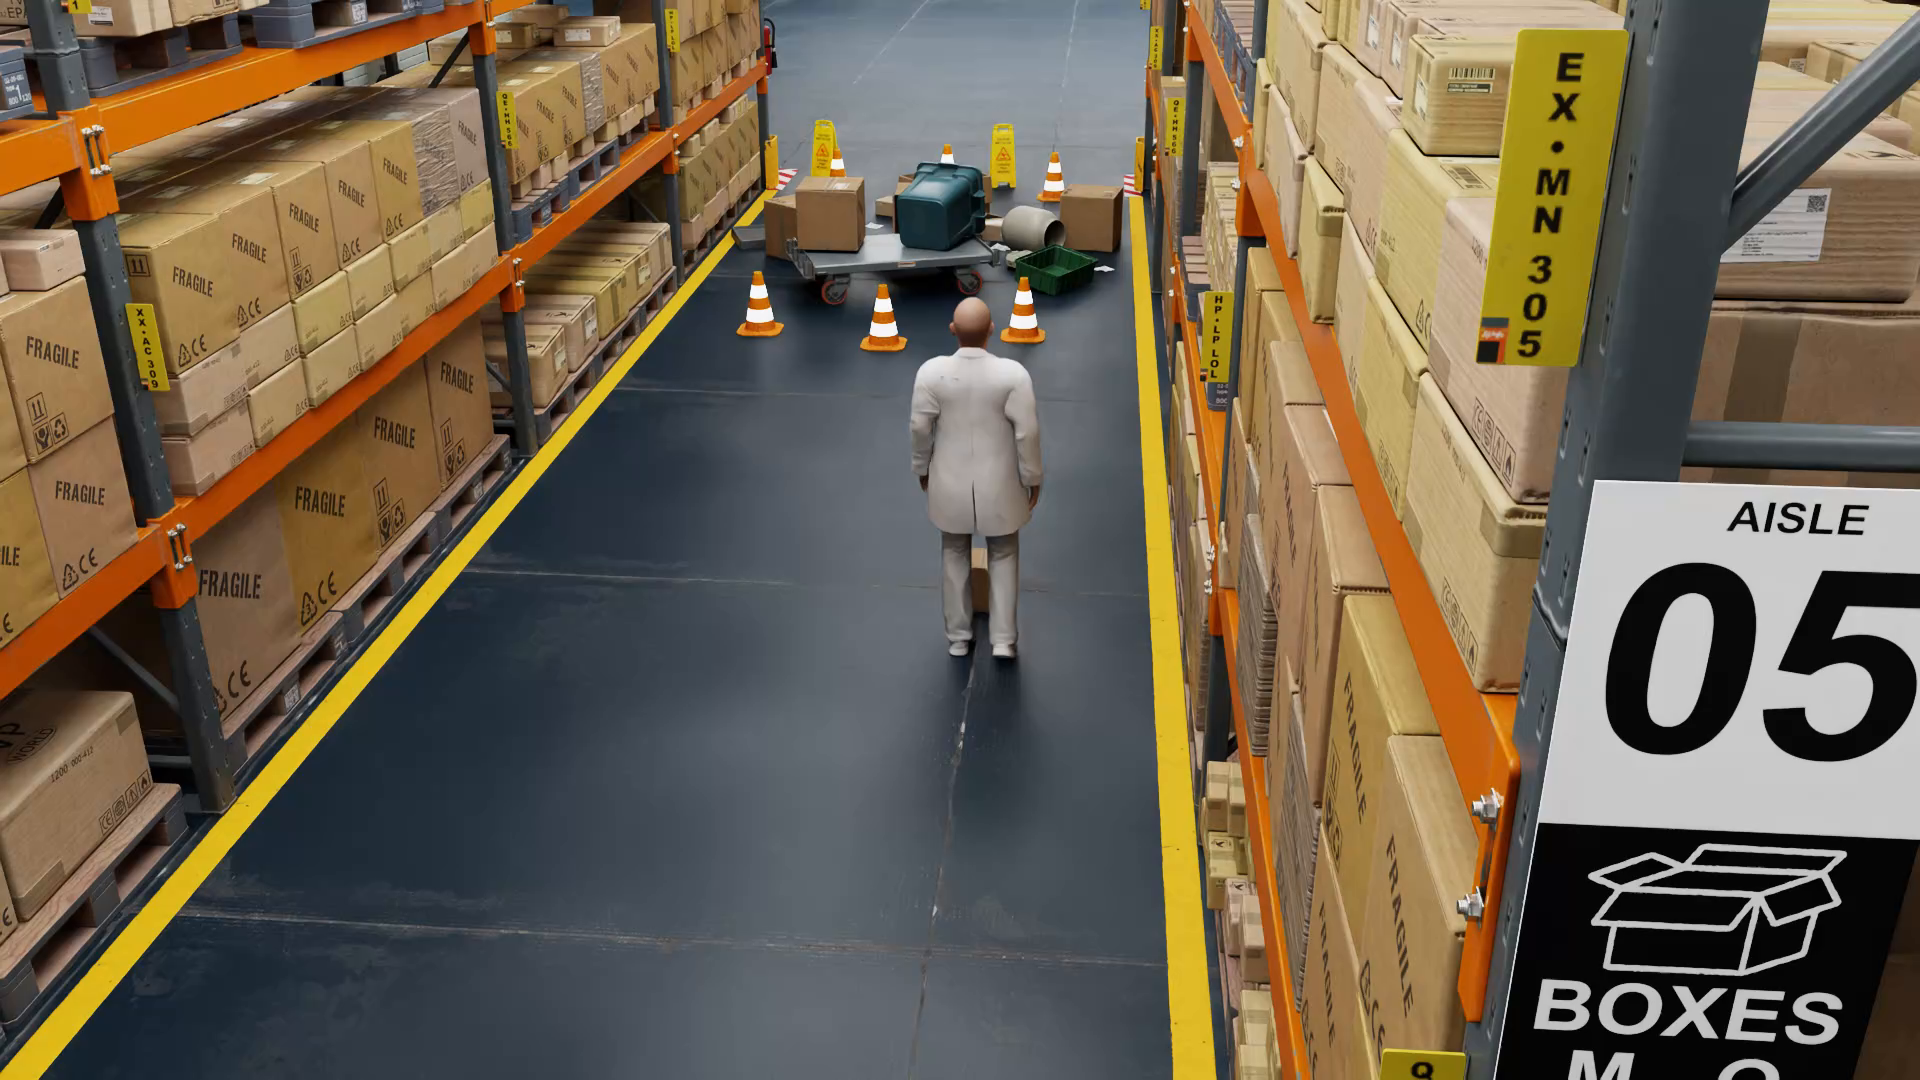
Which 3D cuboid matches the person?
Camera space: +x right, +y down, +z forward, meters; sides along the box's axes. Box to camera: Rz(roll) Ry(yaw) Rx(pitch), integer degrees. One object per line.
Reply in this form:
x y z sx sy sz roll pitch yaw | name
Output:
0.085 -0.310 7.785 0.633 1.731 0.430 2 24 5 | person
